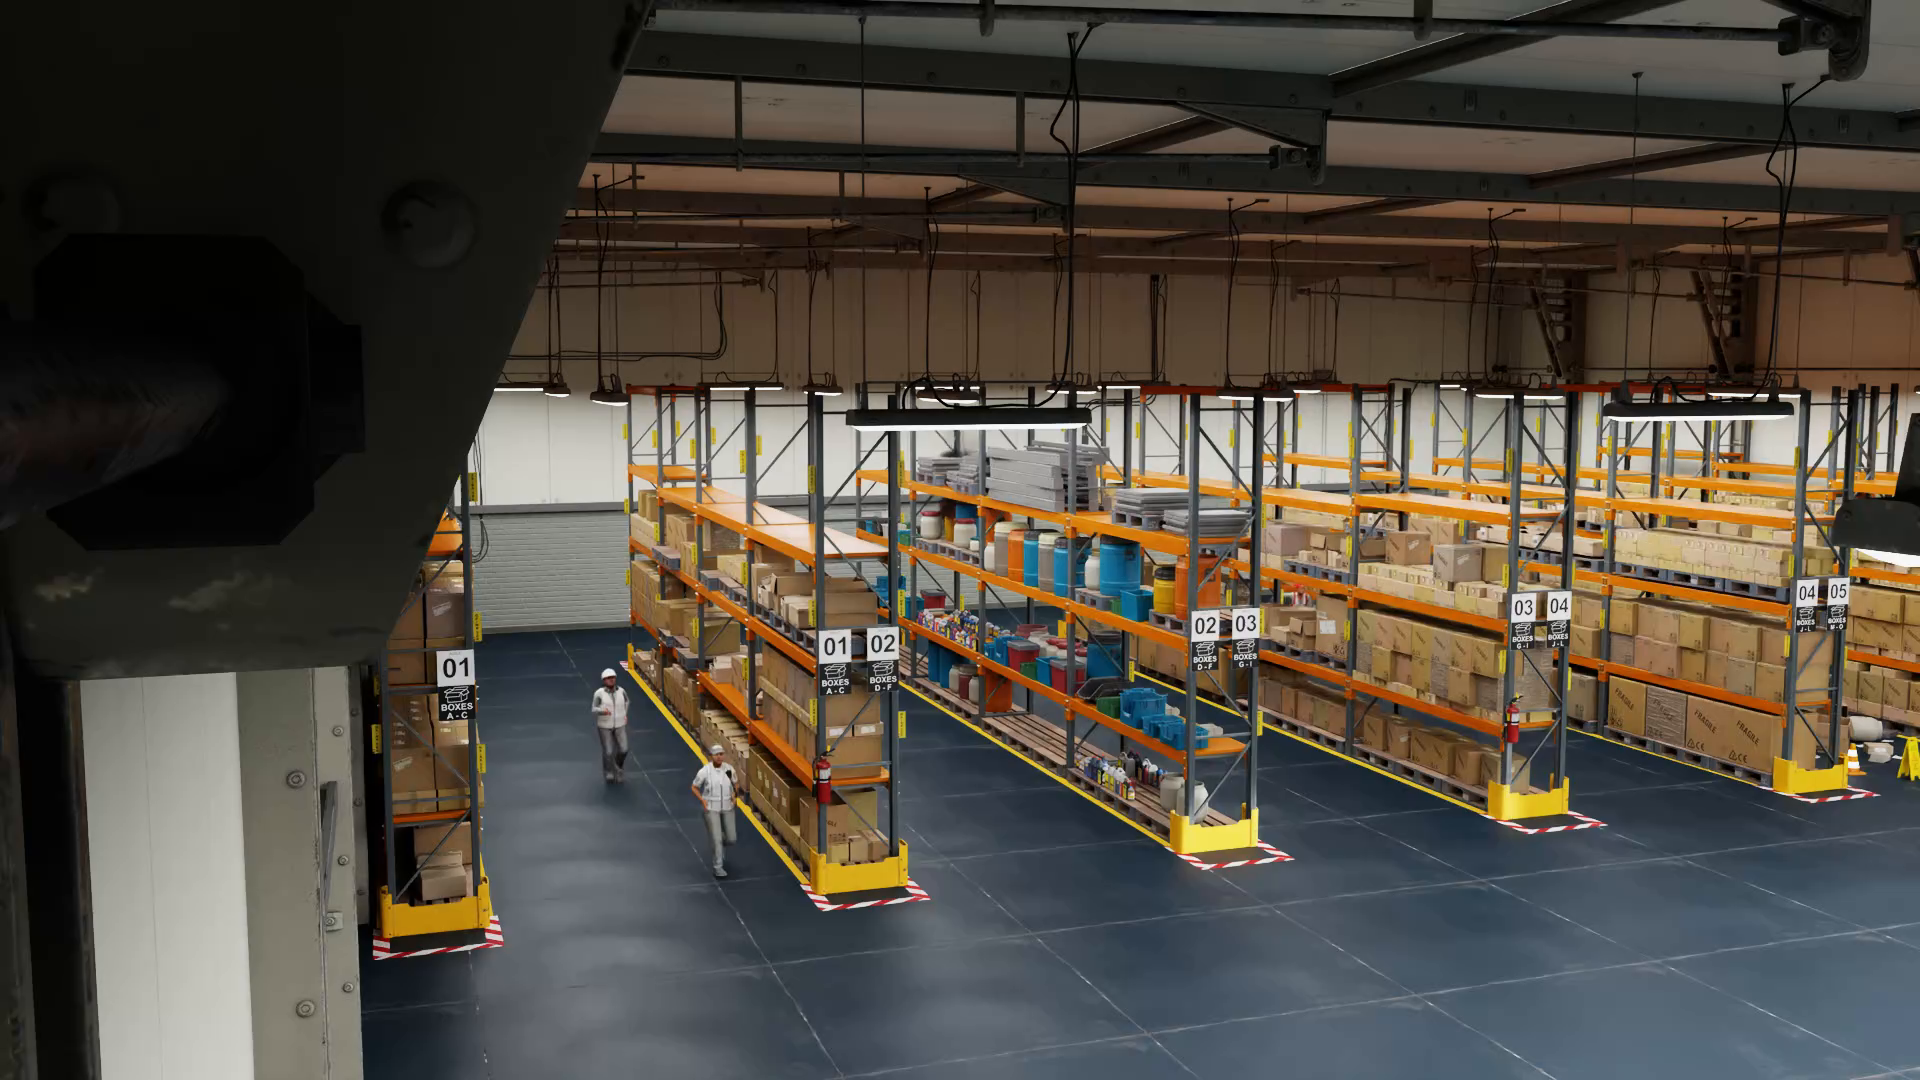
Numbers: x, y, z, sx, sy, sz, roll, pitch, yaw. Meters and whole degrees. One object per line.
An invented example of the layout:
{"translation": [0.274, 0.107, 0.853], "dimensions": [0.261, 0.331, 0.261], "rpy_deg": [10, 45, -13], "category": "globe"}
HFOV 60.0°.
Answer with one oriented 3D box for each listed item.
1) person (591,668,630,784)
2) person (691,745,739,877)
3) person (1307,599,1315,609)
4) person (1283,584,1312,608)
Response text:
{"translation": [-5.281, 2.848, 25.326], "dimensions": [0.640, 1.779, 0.658], "rpy_deg": [-3, 7, -25], "category": "person"}
{"translation": [-3.056, 3.370, 20.900], "dimensions": [0.611, 1.619, 0.633], "rpy_deg": [-3, 7, -25], "category": "person"}
{"translation": [8.677, 1.293, 41.028], "dimensions": [0.691, 1.787, 0.601], "rpy_deg": [-4, 7, -31], "category": "person"}
{"translation": [7.224, 1.757, 35.924], "dimensions": [0.649, 1.781, 0.969], "rpy_deg": [-3, 7, -25], "category": "person"}
